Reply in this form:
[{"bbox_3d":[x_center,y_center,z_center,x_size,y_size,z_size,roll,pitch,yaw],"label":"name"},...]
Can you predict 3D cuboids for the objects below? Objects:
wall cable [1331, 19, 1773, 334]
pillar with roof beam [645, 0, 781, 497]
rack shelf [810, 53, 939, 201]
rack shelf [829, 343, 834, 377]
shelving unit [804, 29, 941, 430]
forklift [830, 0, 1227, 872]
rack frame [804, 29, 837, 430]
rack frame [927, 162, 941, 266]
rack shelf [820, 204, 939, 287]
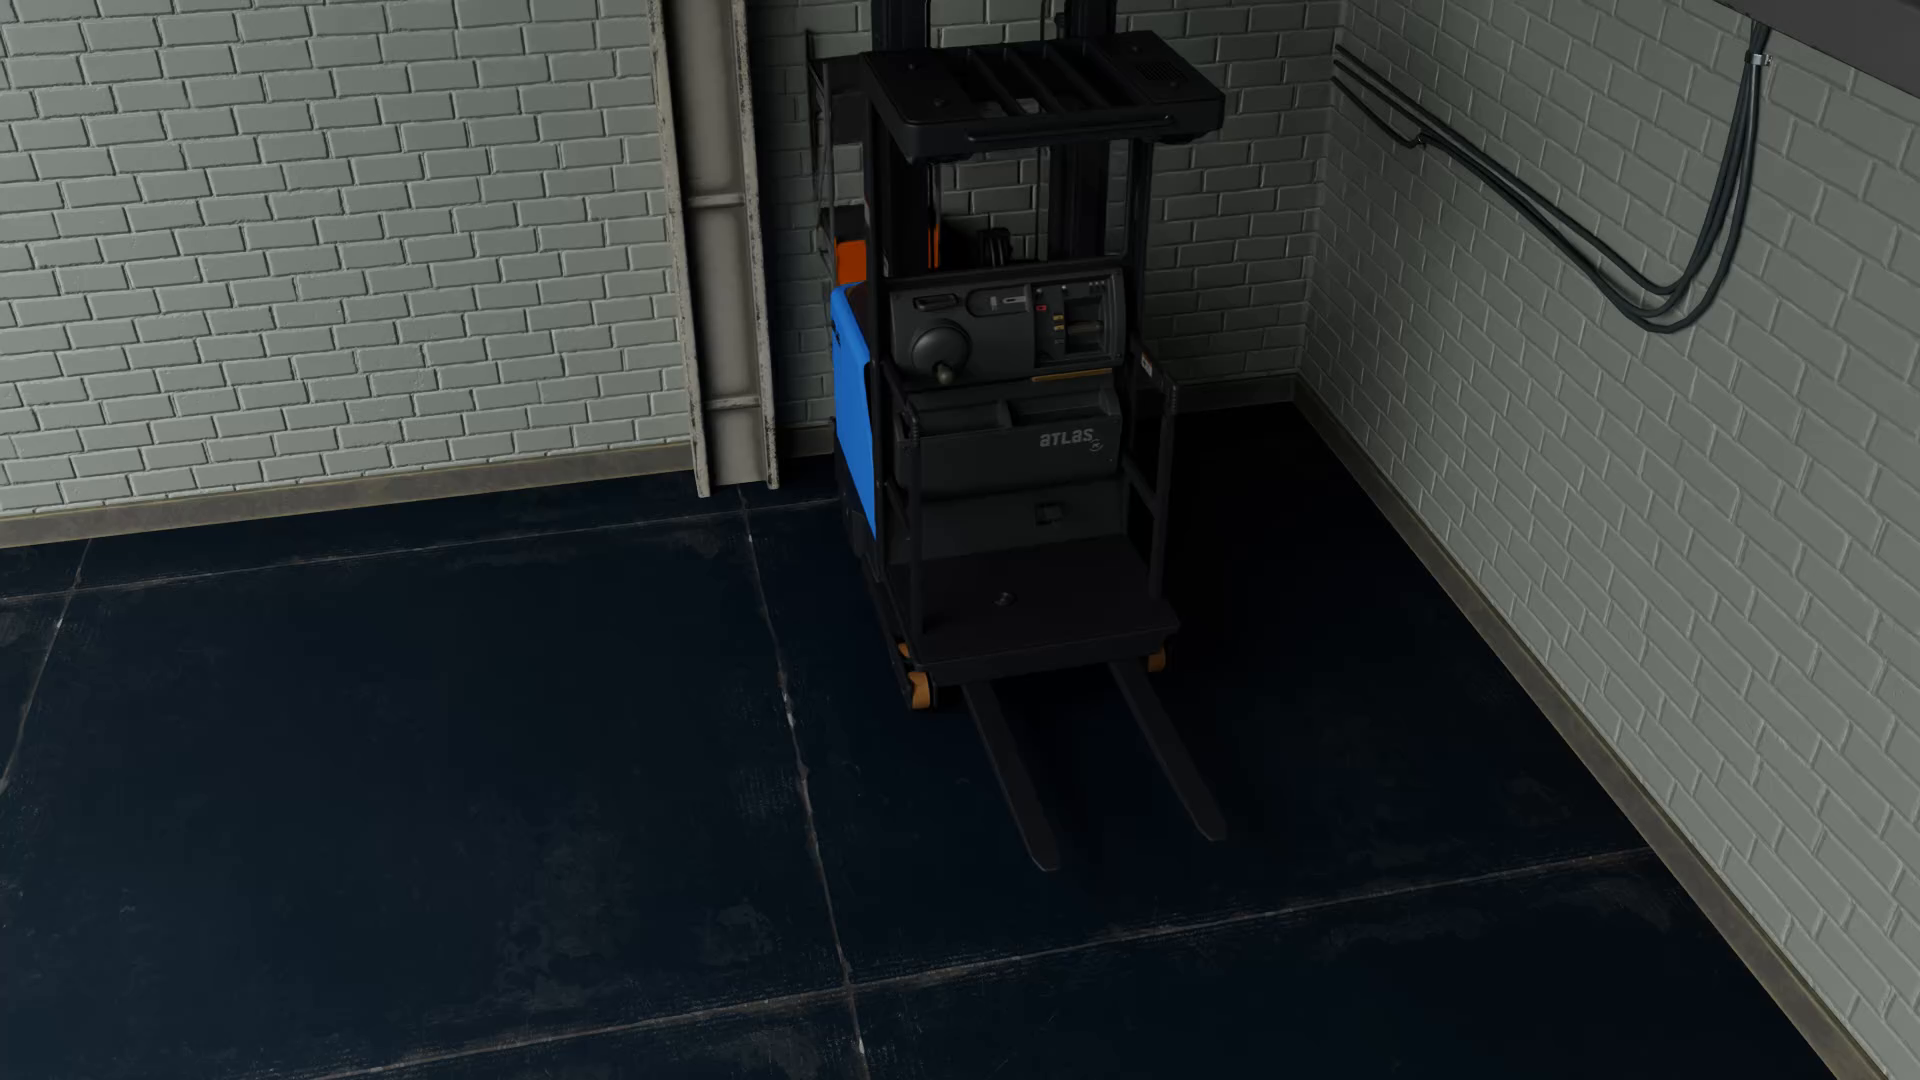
[{"bbox_3d":[2.061,-2.404,6.043,0.112,2.526,3.097,-7,35,-11],"label":"wall cable"},{"bbox_3d":[-0.155,-1.710,2.223,0.400,9.000,9.100,-7,35,-11],"label":"pillar with roof beam"},{"bbox_3d":[-0.381,-1.851,7.333,0.480,0.518,0.431,-10,40,-13],"label":"rack shelf"},{"bbox_3d":[-0.391,-0.755,8.204,0.480,0.518,0.431,-10,40,-13],"label":"rack shelf"},{"bbox_3d":[-0.386,-1.314,7.760,0.503,2.100,0.431,-10,40,-13],"label":"shelving unit"},{"bbox_3d":[0.245,-0.766,6.262,1.130,2.935,3.031,-8,35,-12],"label":"forklift"},{"bbox_3d":[-0.620,-1.273,7.705,0.015,2.100,0.400,-10,40,-13],"label":"rack frame"},{"bbox_3d":[-0.152,-1.355,7.815,0.015,2.100,0.400,-10,40,-13],"label":"rack frame"},{"bbox_3d":[-0.386,-1.303,7.768,0.480,0.518,0.431,-10,40,-13],"label":"rack shelf"}]
